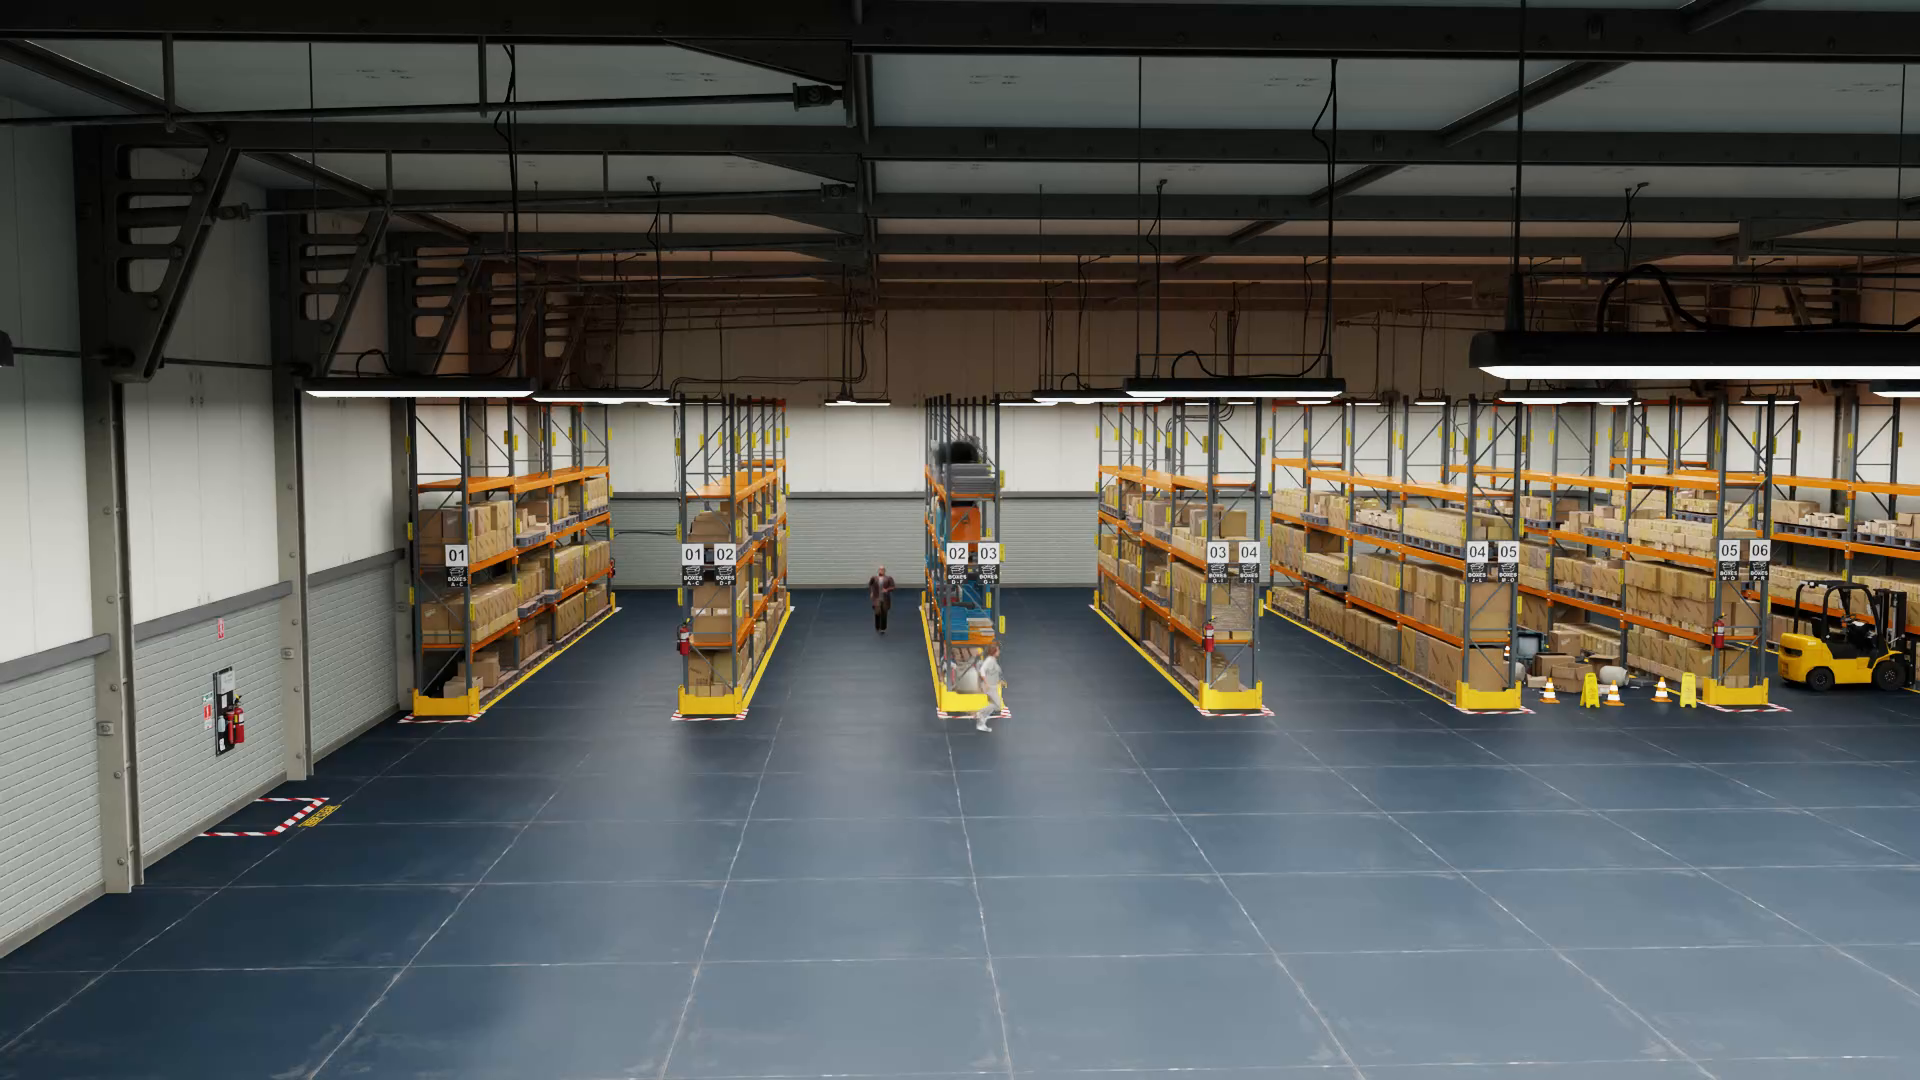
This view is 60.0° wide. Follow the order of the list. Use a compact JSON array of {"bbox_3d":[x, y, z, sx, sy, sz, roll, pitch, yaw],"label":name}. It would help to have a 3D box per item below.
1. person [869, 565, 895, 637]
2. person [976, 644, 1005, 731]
[{"bbox_3d":[-1.965,1.538,41.828,0.679,1.807,0.776,0,5,1],"label":"person"},{"bbox_3d":[0.523,2.625,29.476,0.506,1.558,0.611,2,5,19],"label":"person"}]
